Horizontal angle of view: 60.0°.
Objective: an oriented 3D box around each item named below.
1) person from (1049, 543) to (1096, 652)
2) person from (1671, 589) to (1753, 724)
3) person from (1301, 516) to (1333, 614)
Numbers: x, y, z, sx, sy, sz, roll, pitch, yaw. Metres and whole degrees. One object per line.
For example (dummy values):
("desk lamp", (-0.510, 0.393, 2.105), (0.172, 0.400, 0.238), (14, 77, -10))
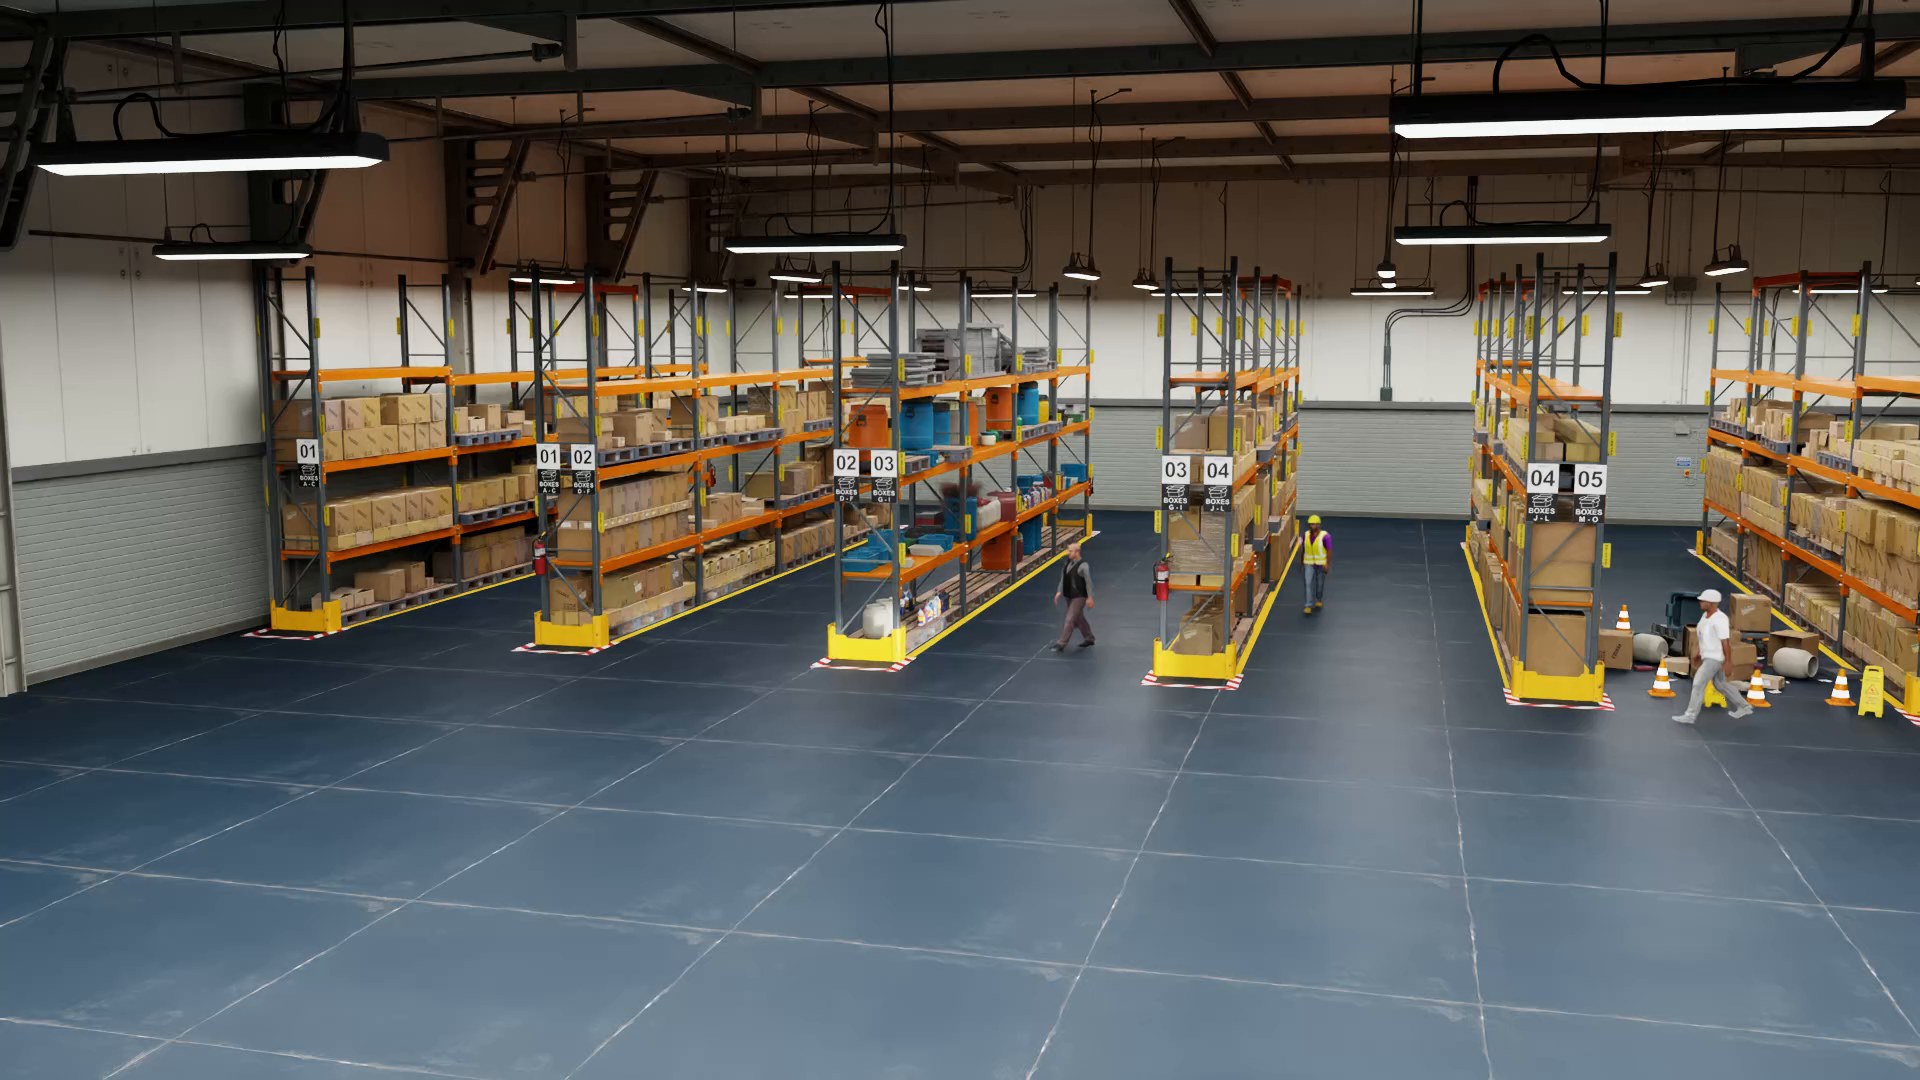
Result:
("person", (1.722, 0.882, 25.840), (1.021, 1.664, 0.566), (-4, 8, -29))
("person", (9.569, 1.481, 21.085), (1.040, 1.724, 0.617), (1, 7, 5))
("person", (6.288, 0.421, 29.364), (0.560, 1.708, 1.085), (2, 8, 15))
